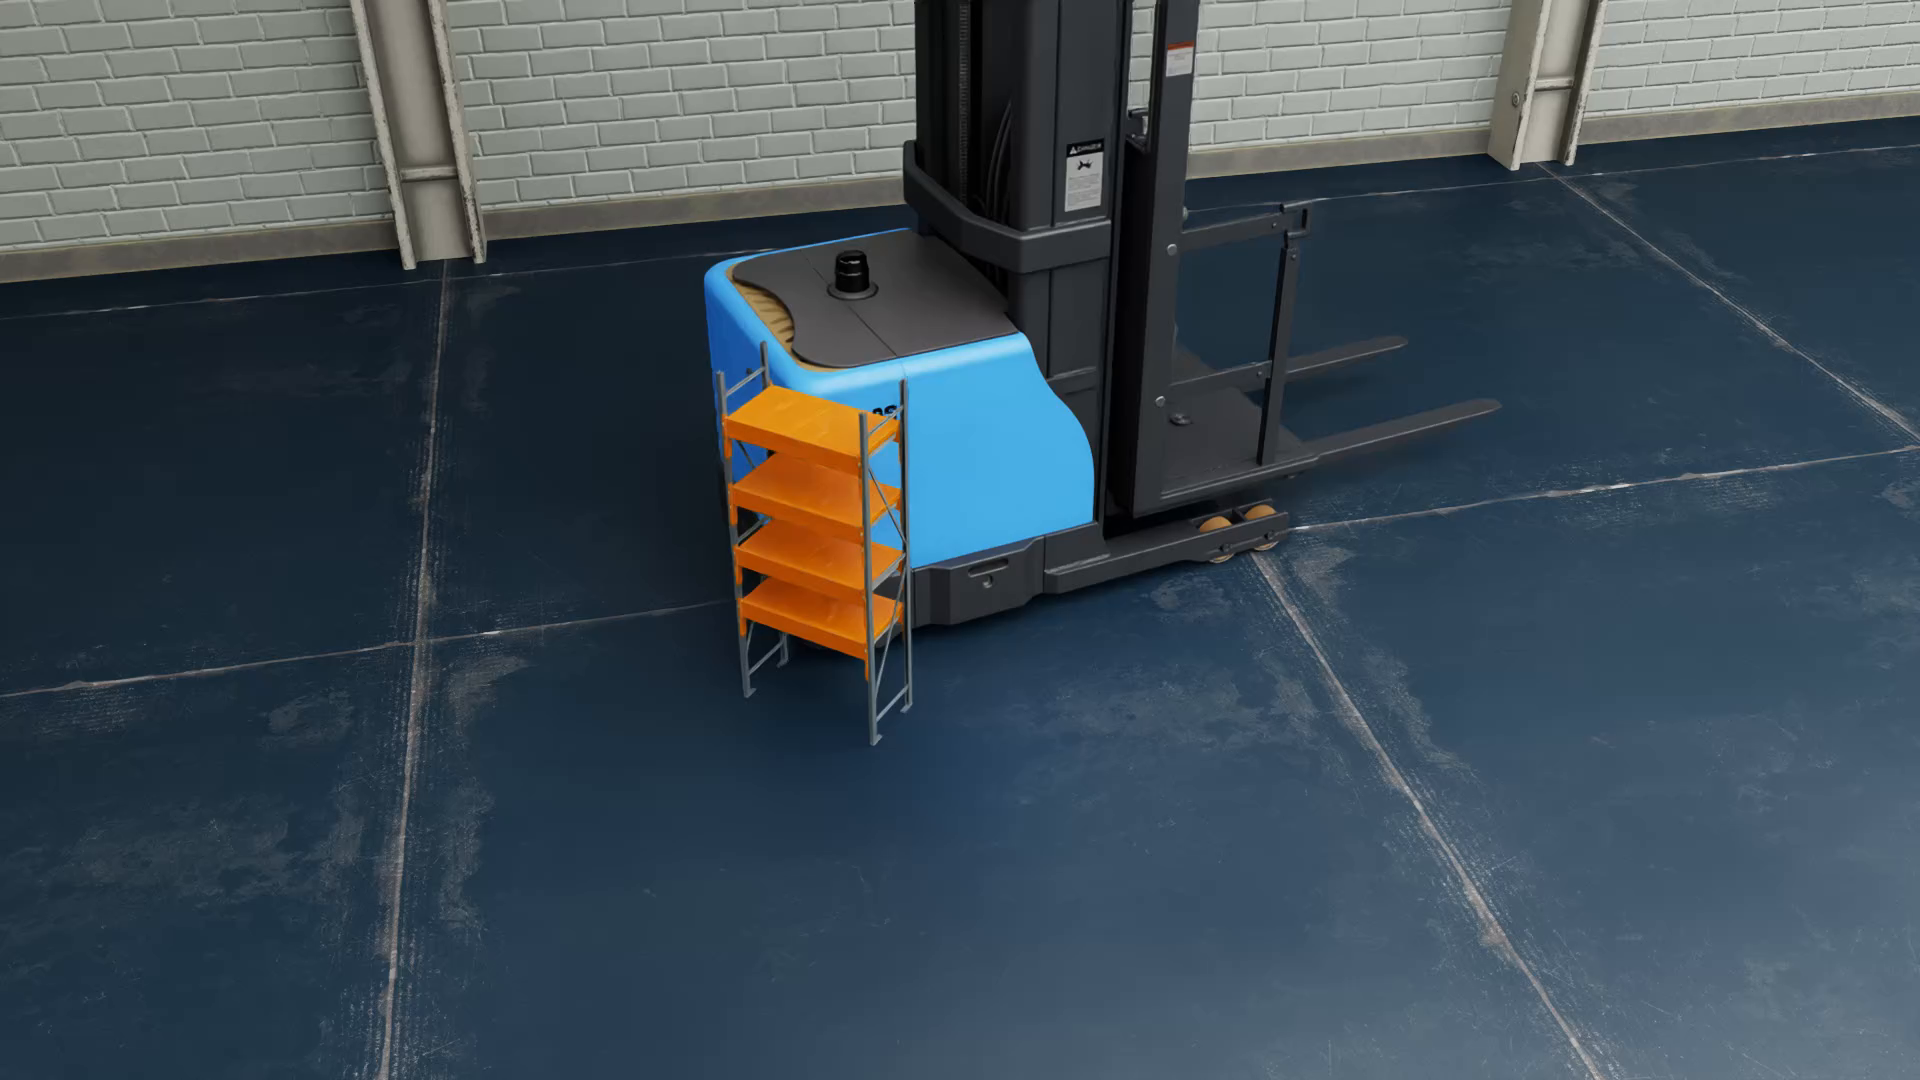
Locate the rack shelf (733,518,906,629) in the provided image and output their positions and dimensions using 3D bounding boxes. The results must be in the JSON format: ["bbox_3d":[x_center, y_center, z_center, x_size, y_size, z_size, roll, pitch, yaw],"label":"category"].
[{"bbox_3d":[-0.432,0.084,5.167,0.480,0.148,0.258,17,37,24],"label":"rack shelf"}]

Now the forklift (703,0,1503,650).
[{"bbox_3d":[0.659,-1.386,5.684,3.031,2.935,1.130,-14,36,-20],"label":"forklift"}]

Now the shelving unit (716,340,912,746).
[{"bbox_3d":[-0.432,0.028,5.130,0.503,1.200,0.258,17,37,24],"label":"shelving unit"}]

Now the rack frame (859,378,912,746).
[{"bbox_3d":[-0.219,0.094,5.031,0.015,1.200,0.240,17,37,24],"label":"rack frame"}]

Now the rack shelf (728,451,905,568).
[{"bbox_3d":[-0.431,-0.103,5.043,0.480,0.148,0.258,17,37,24],"label":"rack shelf"}]

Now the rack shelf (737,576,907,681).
[{"bbox_3d":[-0.433,0.250,5.276,0.480,0.148,0.258,17,37,24],"label":"rack shelf"}]

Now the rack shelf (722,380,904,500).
[{"bbox_3d":[-0.430,-0.300,4.913,0.480,0.148,0.258,17,37,24],"label":"rack shelf"}]

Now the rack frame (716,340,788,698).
[{"bbox_3d":[-0.645,-0.038,5.228,0.015,1.200,0.240,17,37,24],"label":"rack frame"}]

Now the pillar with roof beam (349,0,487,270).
[{"bbox_3d":[-1.651,-2.845,2.414,0.400,9.000,9.100,-7,35,-11],"label":"pillar with roof beam"}]

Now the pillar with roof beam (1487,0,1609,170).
[{"bbox_3d":[4.201,-3.583,3.513,0.400,9.000,9.100,-7,35,-11],"label":"pillar with roof beam"}]
